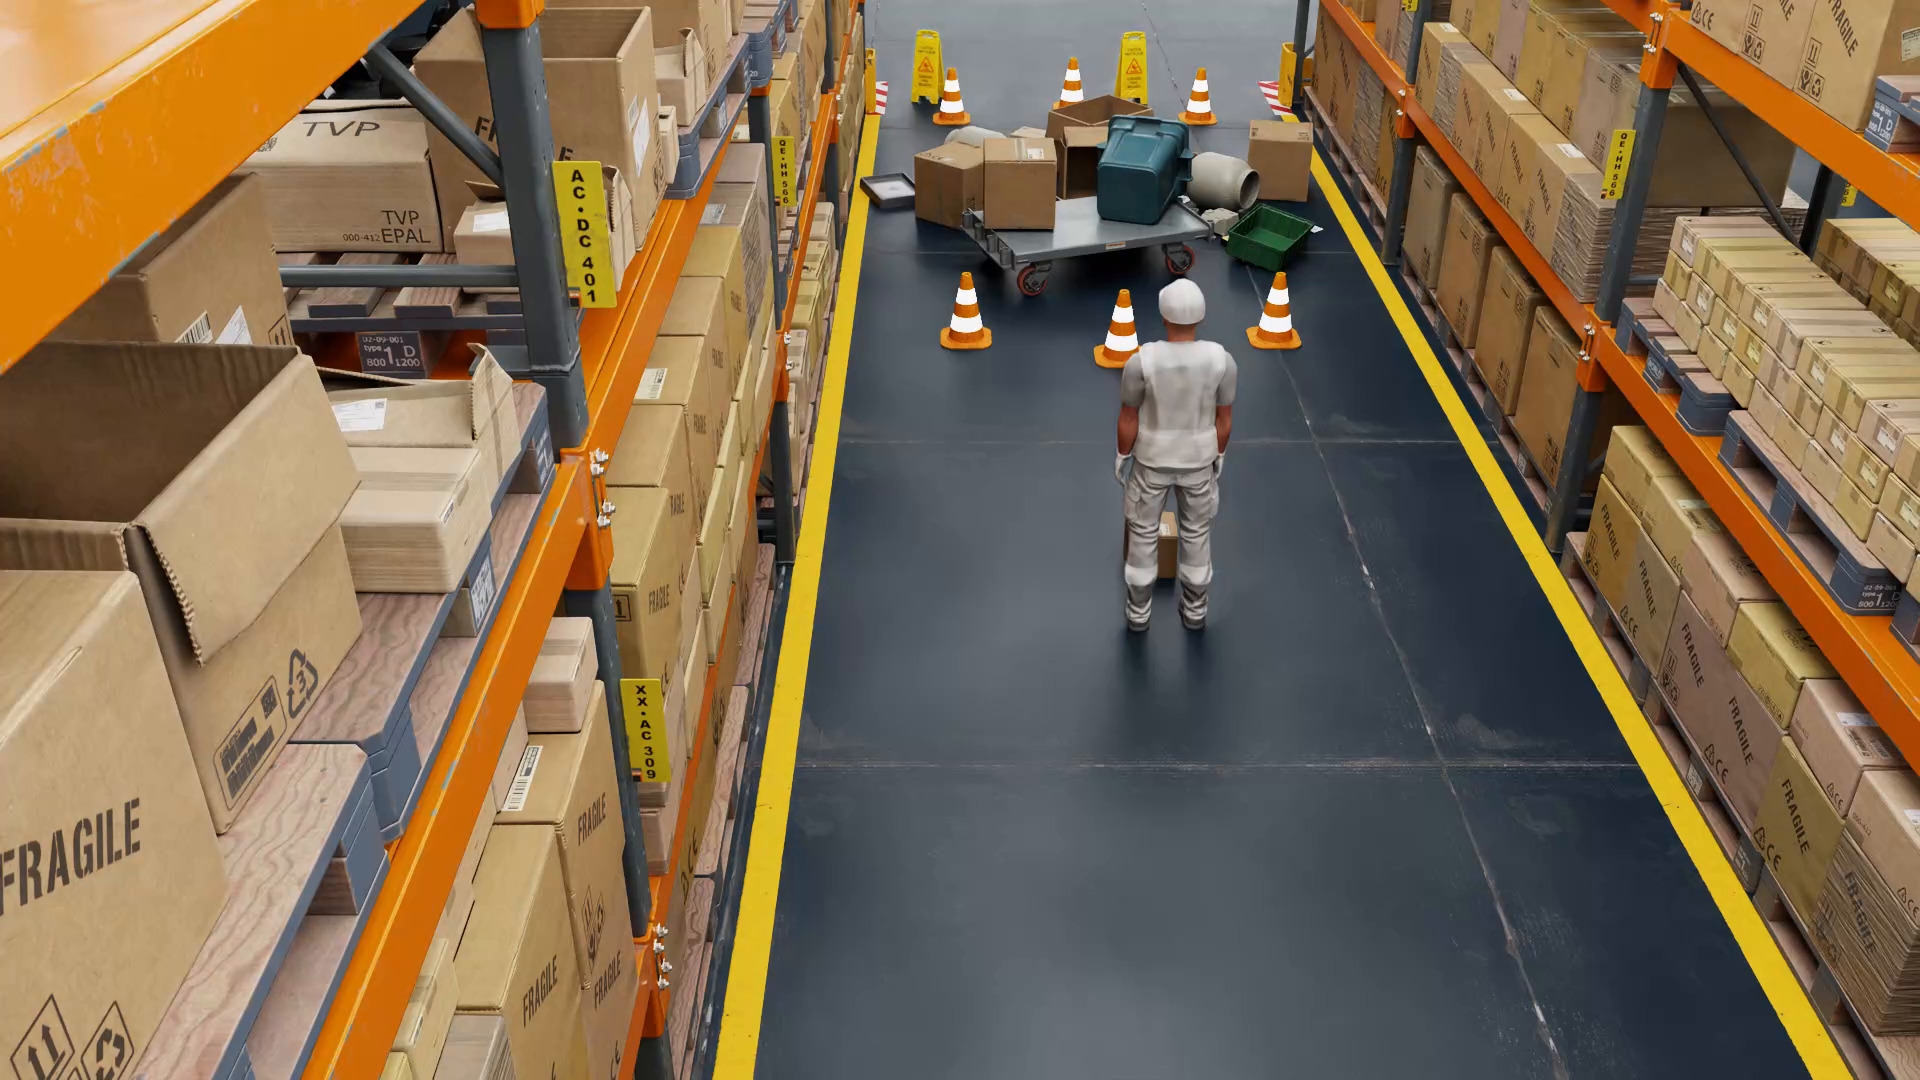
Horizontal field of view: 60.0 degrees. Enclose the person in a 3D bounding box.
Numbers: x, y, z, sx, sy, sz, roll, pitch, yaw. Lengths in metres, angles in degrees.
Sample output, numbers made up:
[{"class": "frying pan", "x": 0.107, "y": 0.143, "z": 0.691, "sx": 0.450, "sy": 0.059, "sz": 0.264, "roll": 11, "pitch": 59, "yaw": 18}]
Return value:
[{"class": "person", "x": 13.448, "y": -4.695, "z": 14.895, "sx": 25.183, "sy": 1.740, "sz": 17.442, "roll": 0, "pitch": 31, "yaw": 1}]
